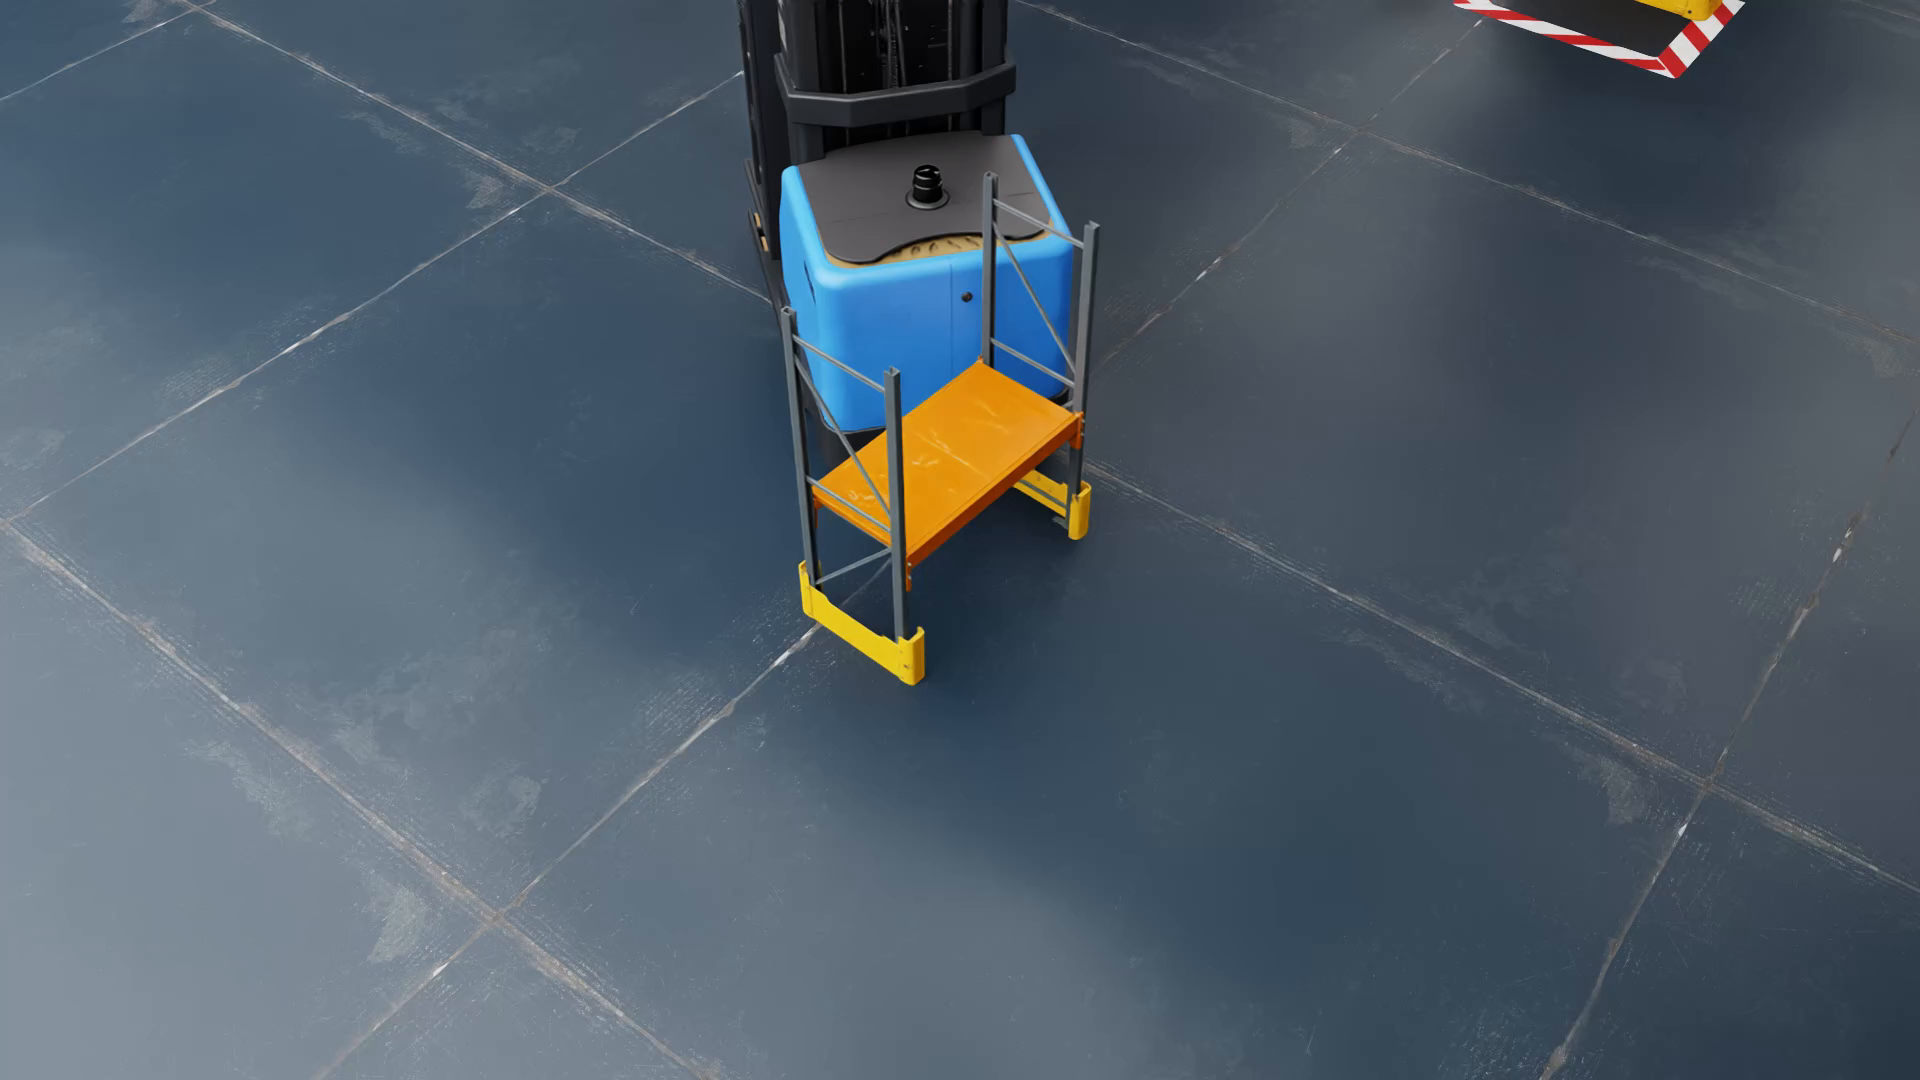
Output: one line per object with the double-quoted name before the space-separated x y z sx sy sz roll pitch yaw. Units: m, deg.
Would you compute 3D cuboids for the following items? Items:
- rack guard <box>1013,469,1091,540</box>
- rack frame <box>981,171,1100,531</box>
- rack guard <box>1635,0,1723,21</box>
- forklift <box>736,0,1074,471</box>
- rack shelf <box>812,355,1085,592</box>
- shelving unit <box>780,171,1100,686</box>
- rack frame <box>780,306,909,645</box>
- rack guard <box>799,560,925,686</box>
"rack guard" 0.281 -0.240 6.806 0.587 0.250 0.087 32 54 27
"rack frame" 0.282 -0.672 6.355 0.500 1.500 0.032 32 54 27
"rack guard" 3.935 -3.511 9.758 1.175 0.500 0.348 29 53 25
"forklift" -0.403 -2.366 6.983 1.130 2.935 3.031 -10 47 -10
"rack shelf" -0.051 -0.270 6.220 0.538 0.185 1.000 32 54 27
"shelving unit" 4.639 -4.912 10.198 1.500 1.800 16.433 32 54 27
"rack frame" 4.625 -4.925 10.210 1.457 1.800 16.425 32 54 27
"rack guard" -0.372 0.304 6.287 0.587 0.250 0.087 32 54 27
